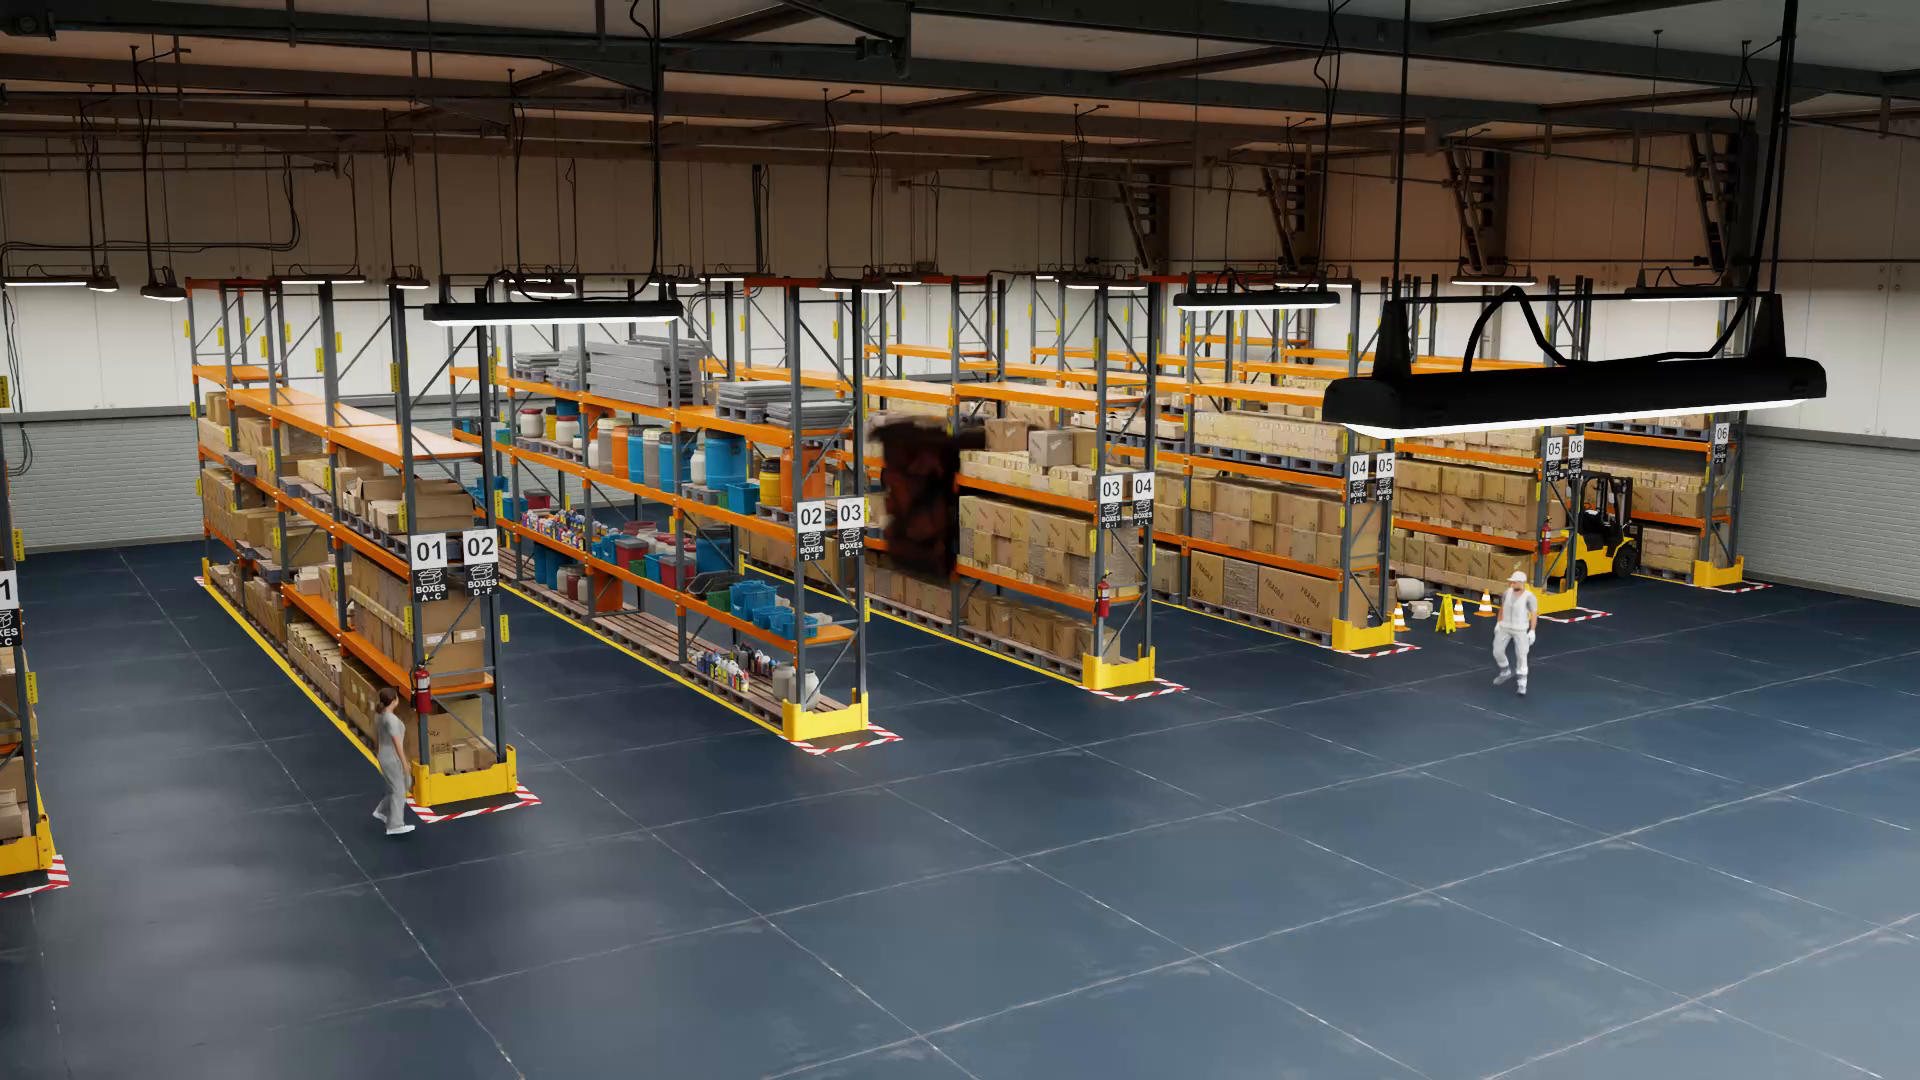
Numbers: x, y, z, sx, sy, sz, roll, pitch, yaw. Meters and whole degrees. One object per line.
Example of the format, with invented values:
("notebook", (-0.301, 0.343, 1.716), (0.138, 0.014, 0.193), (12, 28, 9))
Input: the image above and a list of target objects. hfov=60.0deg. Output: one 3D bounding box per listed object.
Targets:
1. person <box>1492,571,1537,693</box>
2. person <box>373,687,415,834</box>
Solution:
("person", (8.216, 1.337, 24.619), (0.630, 1.789, 0.500), (7, 12, 35))
("person", (-6.335, 2.448, 18.500), (0.440, 1.662, 0.528), (-4, 10, -21))
